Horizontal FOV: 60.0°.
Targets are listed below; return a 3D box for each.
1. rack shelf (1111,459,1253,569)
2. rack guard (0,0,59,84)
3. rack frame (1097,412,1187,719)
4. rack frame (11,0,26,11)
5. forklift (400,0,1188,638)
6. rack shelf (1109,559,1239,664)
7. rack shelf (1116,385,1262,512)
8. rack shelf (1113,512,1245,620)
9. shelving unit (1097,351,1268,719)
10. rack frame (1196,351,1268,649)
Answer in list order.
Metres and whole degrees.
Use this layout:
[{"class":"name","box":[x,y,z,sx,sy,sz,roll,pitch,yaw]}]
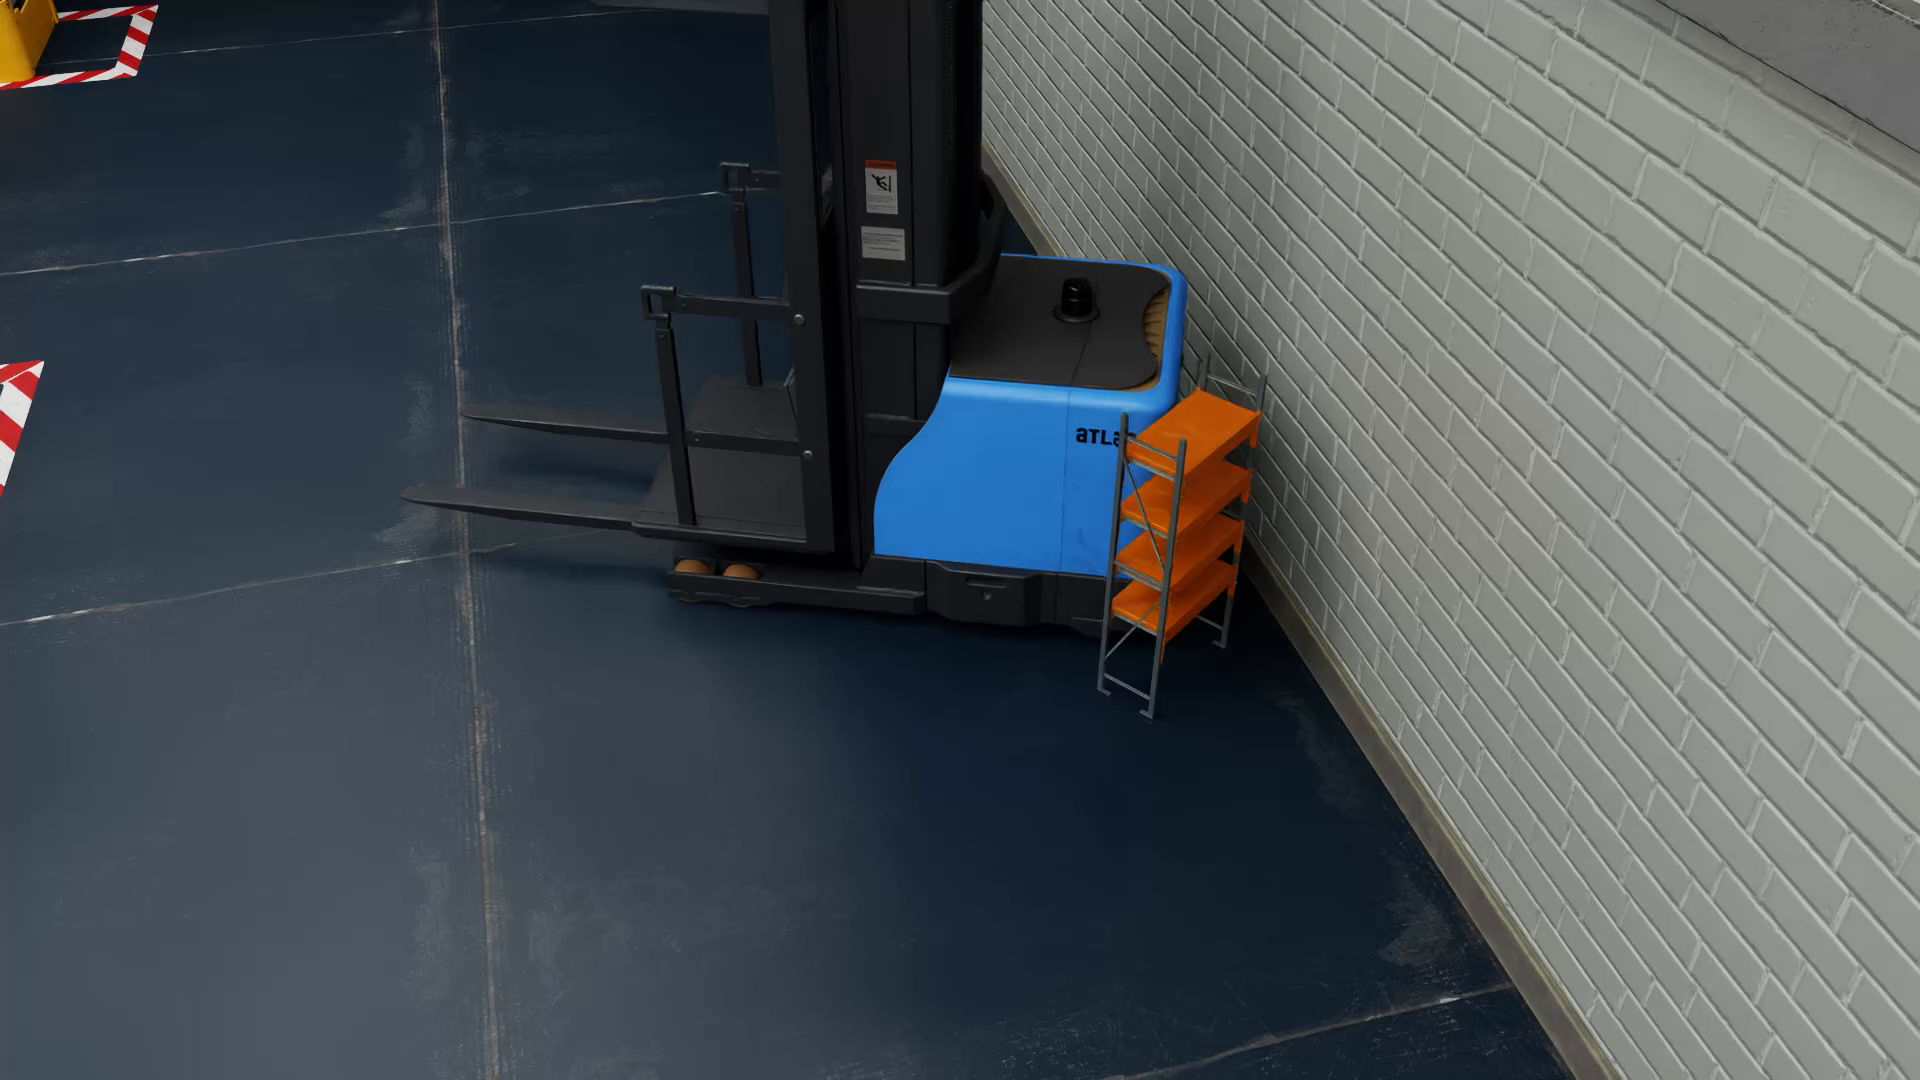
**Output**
[{"class":"rack shelf","box":[0.758,-0.124,5.663,0.258,0.148,0.480,27,45,29]},{"class":"rack guard","box":[-6.213,-3.435,10.828,0.348,0.500,1.175,-9,38,-12]},{"class":"rack frame","box":[0.603,0.115,5.608,0.240,1.200,0.015,27,45,29]},{"class":"rack frame","box":[-6.237,-4.424,10.064,0.127,3.000,1.000,-9,38,-12]},{"class":"forklift","box":[-0.683,-1.215,5.926,3.031,2.935,1.130,6,38,7]},{"class":"rack shelf","box":[0.752,0.209,5.923,0.258,0.148,0.480,27,45,29]},{"class":"rack shelf","box":[0.762,-0.310,5.517,0.258,0.148,0.480,27,45,29]},{"class":"rack shelf","box":[0.755,0.052,5.801,0.258,0.148,0.480,27,45,29]},{"class":"shelving unit","box":[0.756,-0.001,5.759,0.258,1.200,0.503,27,45,29]},{"class":"rack frame","box":[0.909,-0.116,5.910,0.240,1.200,0.015,27,45,29]}]
